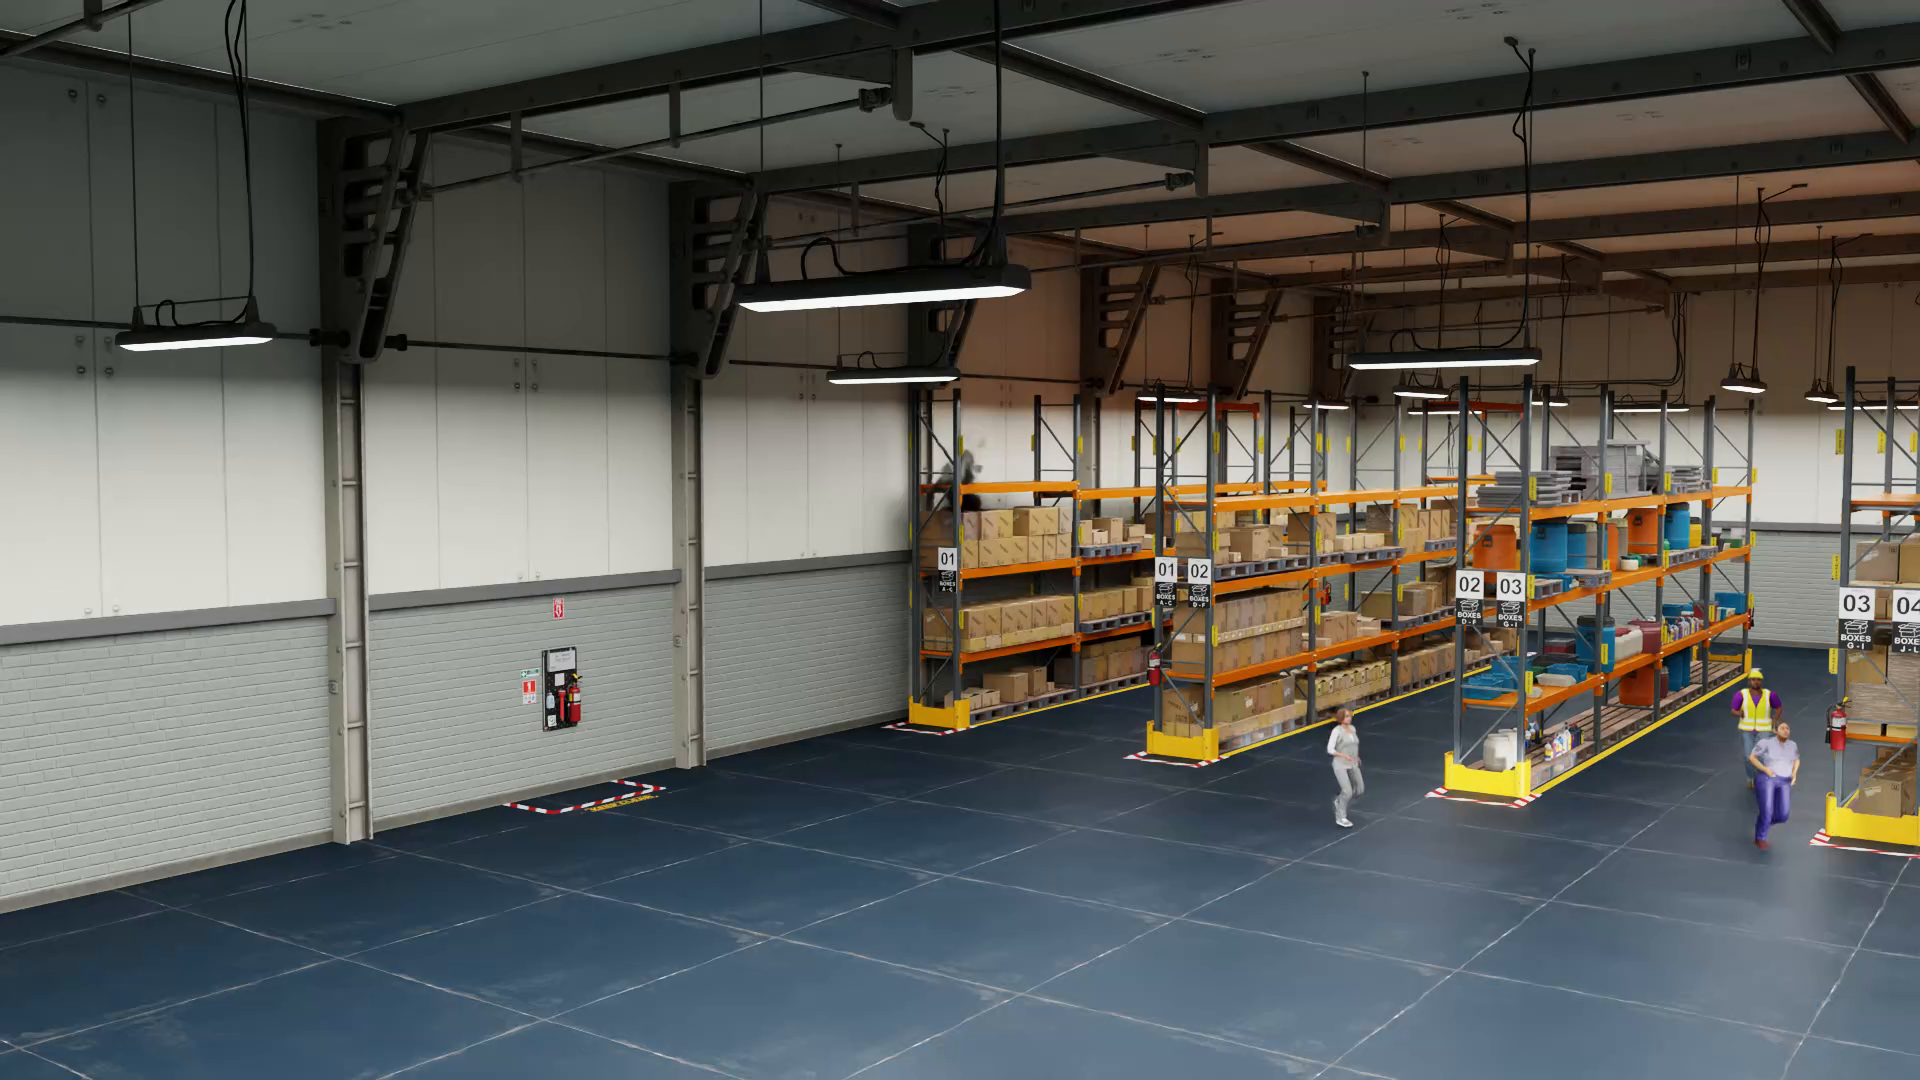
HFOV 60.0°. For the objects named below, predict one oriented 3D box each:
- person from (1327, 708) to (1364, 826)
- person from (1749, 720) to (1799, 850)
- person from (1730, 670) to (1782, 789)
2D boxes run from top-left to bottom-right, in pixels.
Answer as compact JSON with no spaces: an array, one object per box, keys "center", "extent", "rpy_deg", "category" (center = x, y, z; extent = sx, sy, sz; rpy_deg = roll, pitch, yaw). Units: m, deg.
[{"center":[5.069,2.989,21.807],"extent":[0.530,1.533,0.552],"rpy_deg":[-2,4,-29],"category":"person"},{"center":[10.168,3.045,20.734],"extent":[0.633,1.575,0.598],"rpy_deg":[0,3,3],"category":"person"},{"center":[11.442,2.765,23.913],"extent":[0.677,1.772,0.649],"rpy_deg":[2,4,26],"category":"person"}]
